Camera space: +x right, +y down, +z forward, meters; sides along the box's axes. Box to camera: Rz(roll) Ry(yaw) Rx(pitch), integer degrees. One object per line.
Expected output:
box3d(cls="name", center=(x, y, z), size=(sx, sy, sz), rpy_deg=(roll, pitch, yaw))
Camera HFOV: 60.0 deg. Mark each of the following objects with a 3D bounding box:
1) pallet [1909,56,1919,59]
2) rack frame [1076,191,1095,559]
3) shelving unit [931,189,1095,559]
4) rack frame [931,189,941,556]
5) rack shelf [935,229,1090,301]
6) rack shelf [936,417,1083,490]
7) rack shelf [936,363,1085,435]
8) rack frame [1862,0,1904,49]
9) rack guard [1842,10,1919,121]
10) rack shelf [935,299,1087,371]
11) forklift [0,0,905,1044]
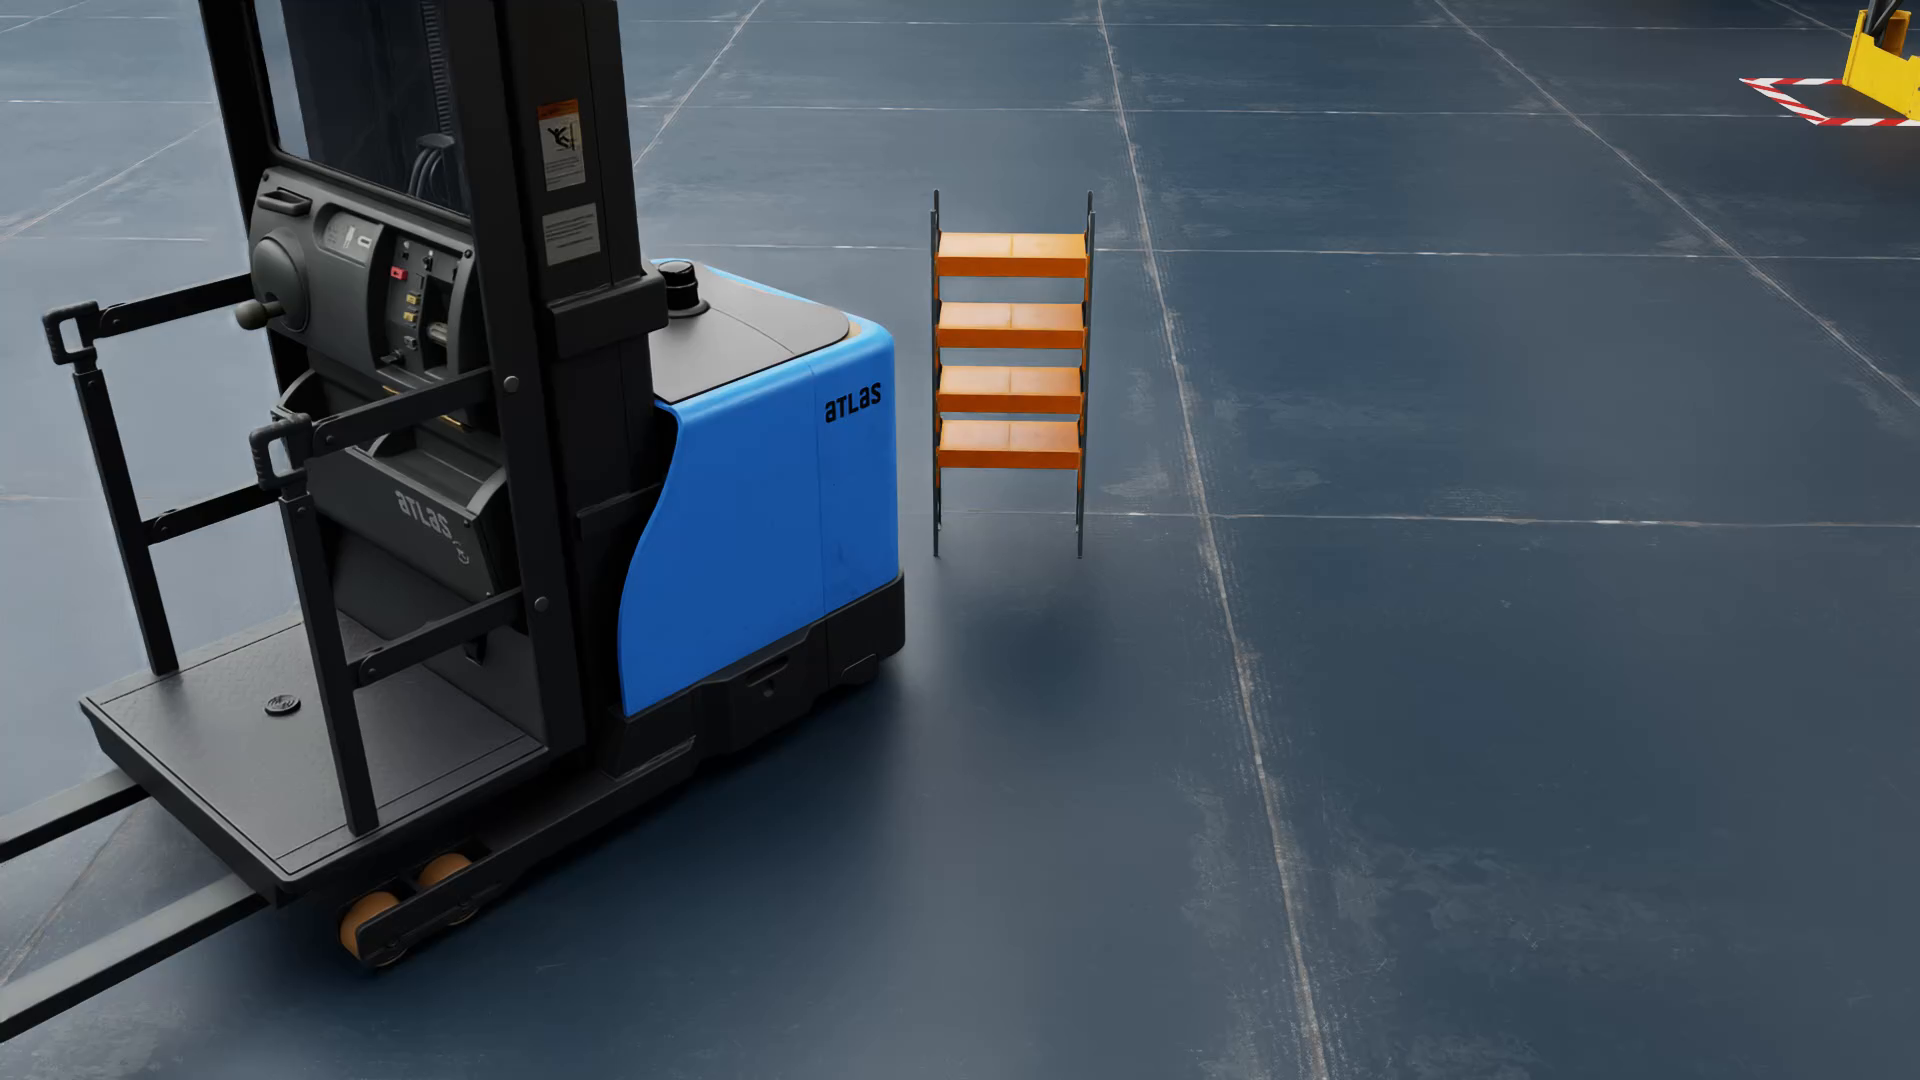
box3d(cls="pallet", center=(7.290, -3.087, 11.347), size=(1.213, 0.211, 1.003), rpy_deg=(1, 28, 2))
box3d(cls="rack frame", center=(0.409, -0.523, 5.456), size=(0.015, 1.200, 0.240), rpy_deg=(1, 28, 2))
box3d(cls="shelving unit", center=(0.165, -0.527, 5.464), size=(0.503, 1.200, 0.258), rpy_deg=(1, 28, 2))
box3d(cls="rack frame", center=(-0.078, -0.531, 5.471), size=(0.015, 1.200, 0.240), rpy_deg=(1, 28, 2))
box3d(cls="rack shelf", center=(0.165, -0.875, 5.280), size=(0.480, 0.148, 0.258), rpy_deg=(1, 28, 2))
box3d(cls="rack shelf", center=(0.165, -0.293, 5.588), size=(0.480, 0.148, 0.258), rpy_deg=(1, 28, 2))
box3d(cls="rack shelf", center=(0.165, -0.468, 5.495), size=(0.480, 0.148, 0.258), rpy_deg=(1, 28, 2))
box3d(cls="rack frame", center=(6.404, -4.350, 10.753), size=(0.127, 3.000, 1.000), rpy_deg=(1, 28, 2))
box3d(cls="rack guard", center=(6.480, -3.244, 11.336), size=(0.348, 0.500, 1.175), rpy_deg=(1, 28, 2))
box3d(cls="rack shelf", center=(0.165, -0.666, 5.391), size=(0.480, 0.148, 0.258), rpy_deg=(1, 28, 2))
box3d(cls="forklift", center=(-1.530, -0.572, 3.700), size=(1.130, 2.935, 3.031), rpy_deg=(23, 36, 37))
